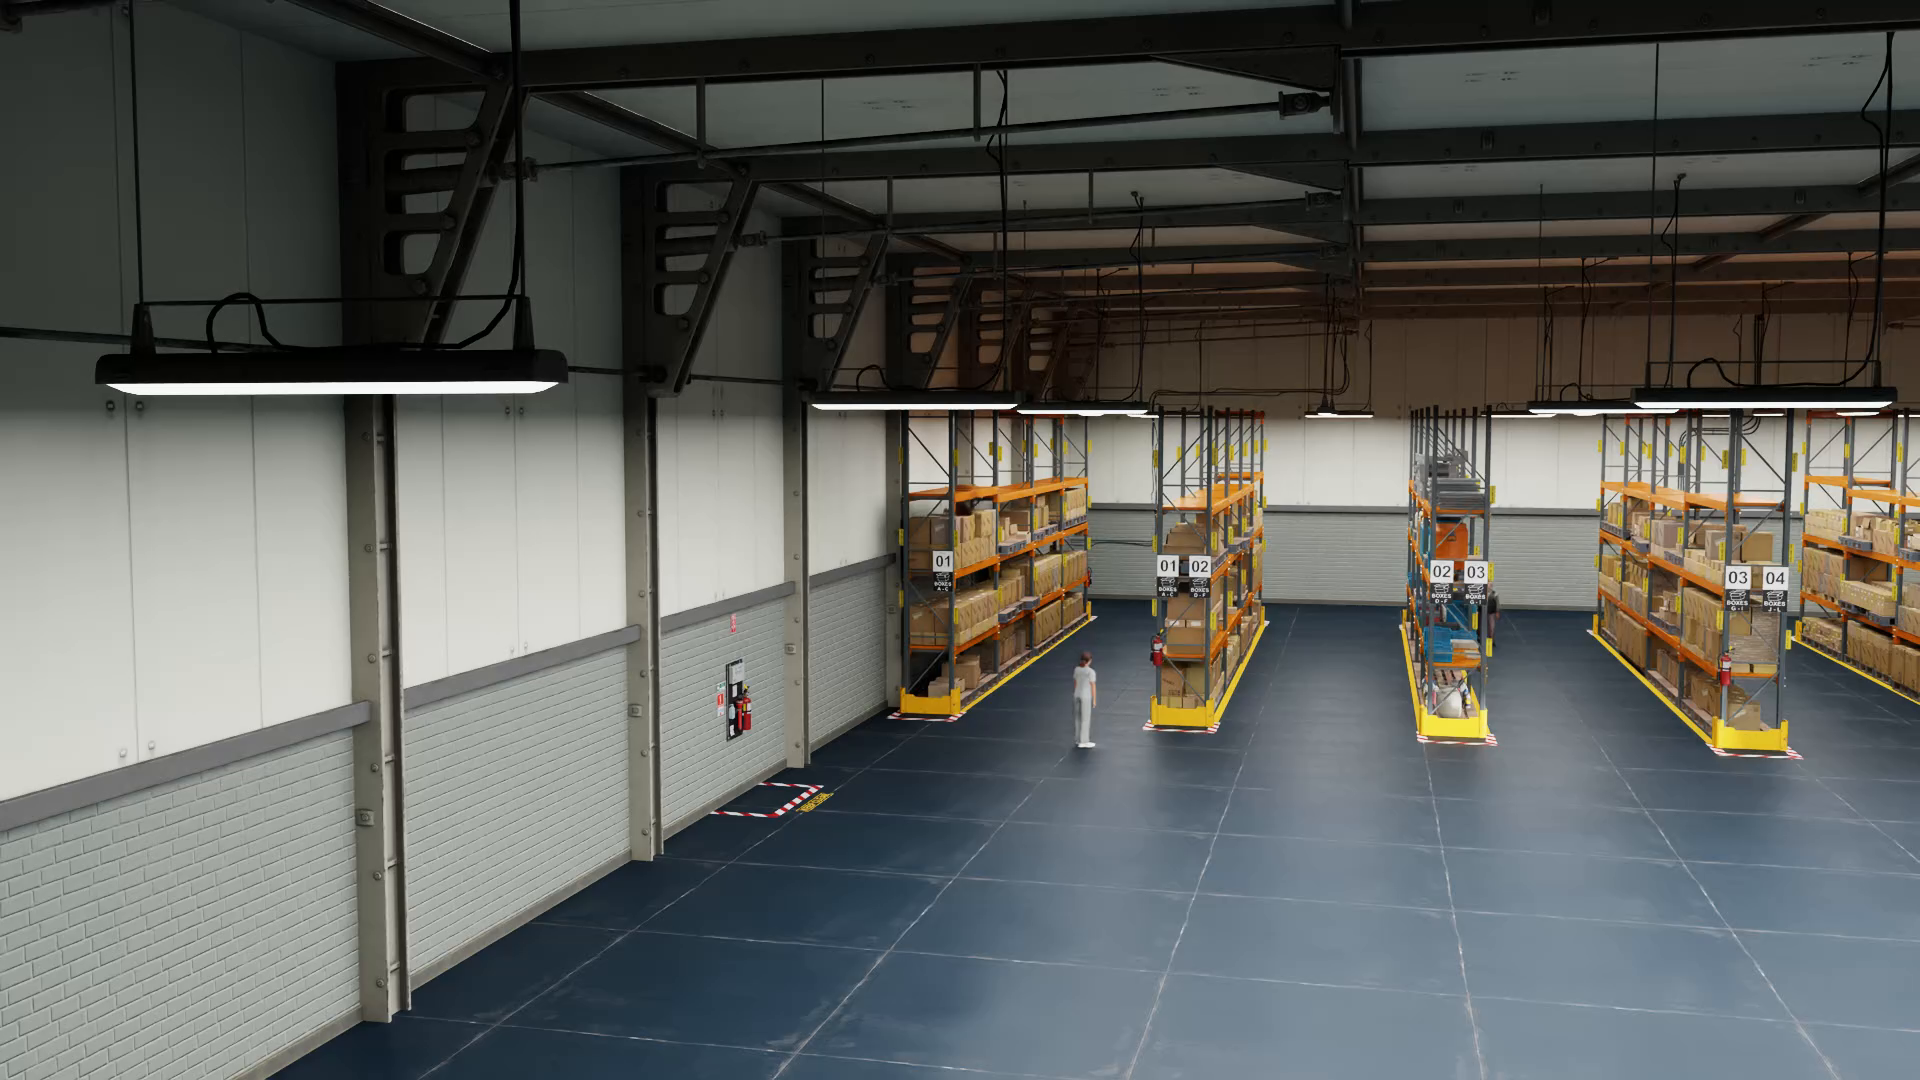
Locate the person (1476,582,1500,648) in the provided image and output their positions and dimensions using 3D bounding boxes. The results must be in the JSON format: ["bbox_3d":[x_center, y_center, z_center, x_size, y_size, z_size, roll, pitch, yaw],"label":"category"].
[{"bbox_3d":[13.357,1.872,42.125,0.619,1.689,0.989,0,4,5],"label":"person"}]

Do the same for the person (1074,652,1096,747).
[{"bbox_3d":[2.221,2.799,29.205,0.413,1.695,0.484,-4,6,-42],"label":"person"}]
